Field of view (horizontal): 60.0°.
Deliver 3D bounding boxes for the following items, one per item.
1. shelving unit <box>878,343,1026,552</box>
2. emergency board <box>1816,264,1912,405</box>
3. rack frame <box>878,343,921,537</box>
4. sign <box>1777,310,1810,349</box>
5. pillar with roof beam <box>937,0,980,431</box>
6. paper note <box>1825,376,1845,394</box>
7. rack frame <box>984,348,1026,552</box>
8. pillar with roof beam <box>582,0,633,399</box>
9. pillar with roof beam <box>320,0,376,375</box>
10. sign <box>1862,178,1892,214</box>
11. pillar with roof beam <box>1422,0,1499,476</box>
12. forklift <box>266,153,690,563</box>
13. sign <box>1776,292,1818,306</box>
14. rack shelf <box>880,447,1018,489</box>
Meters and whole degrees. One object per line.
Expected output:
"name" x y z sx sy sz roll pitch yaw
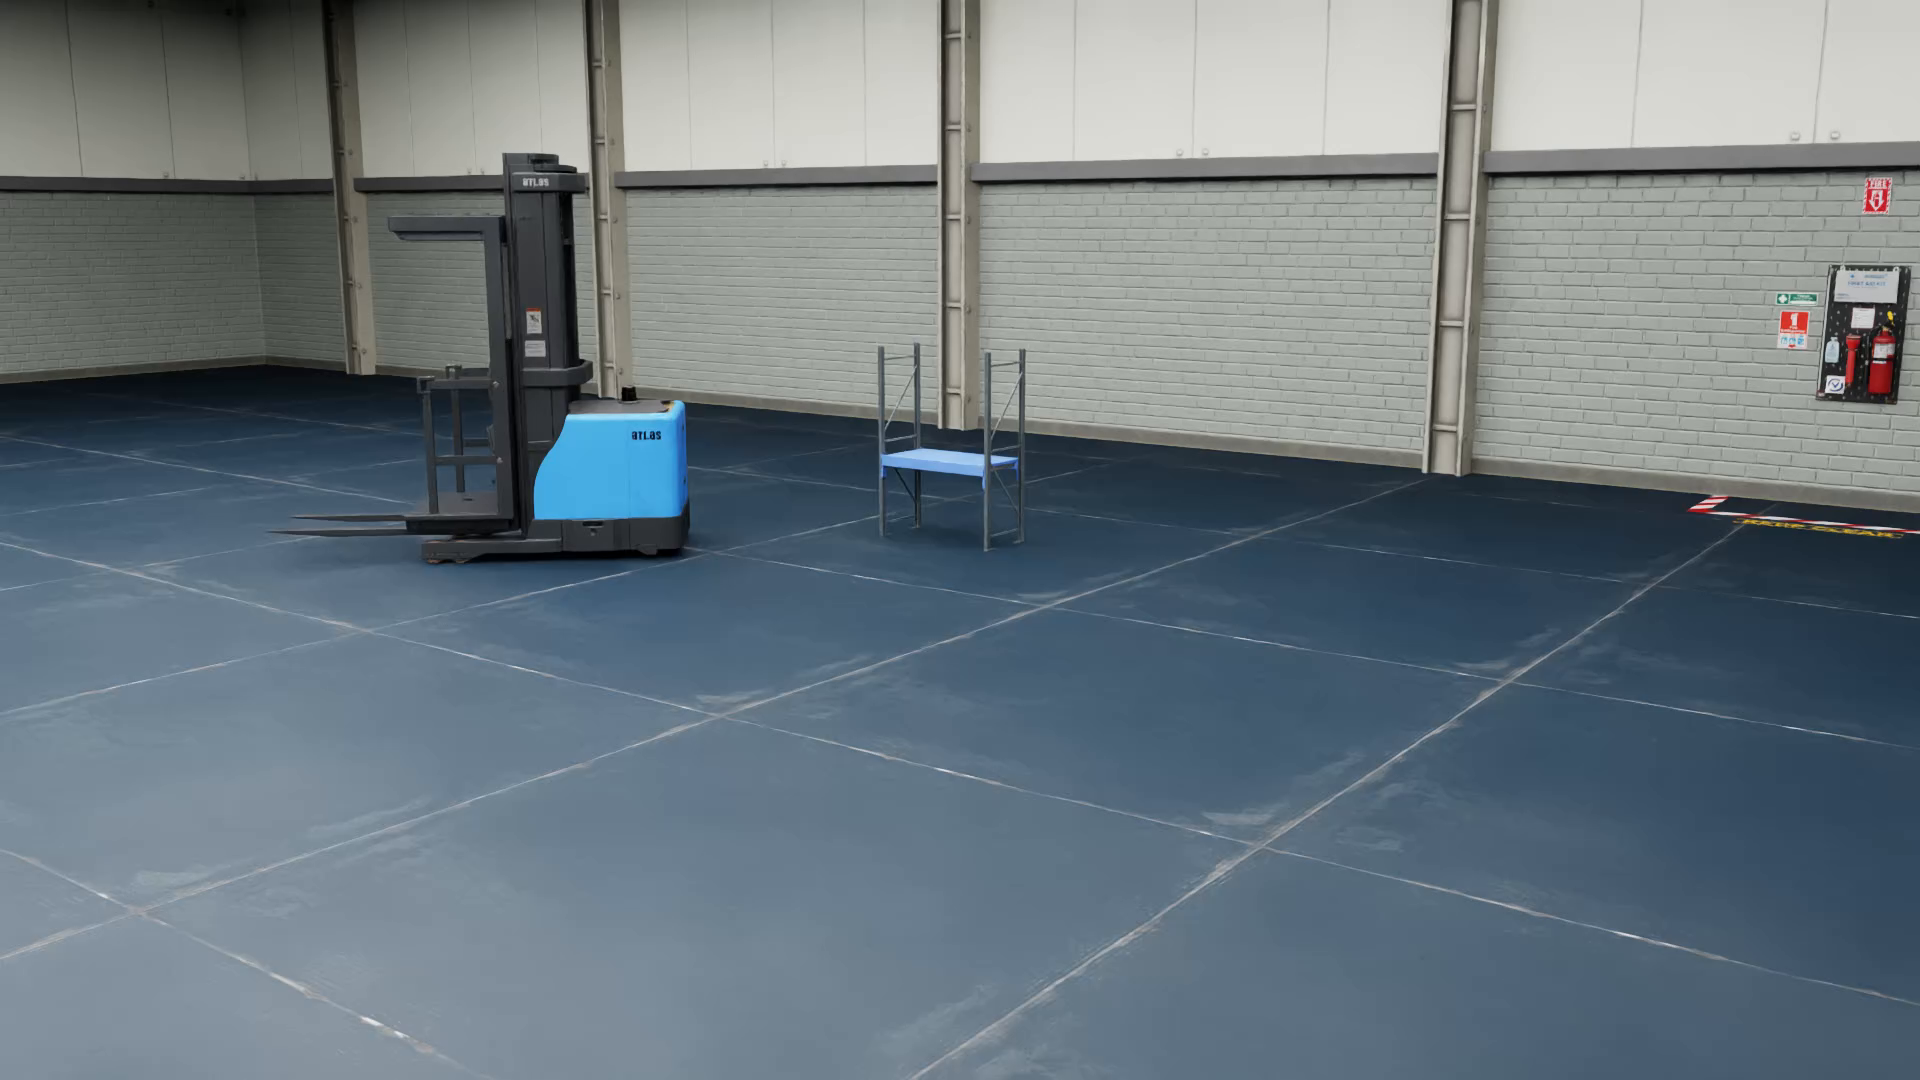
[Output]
"shelving unit" -0.069 -0.746 12.937 1.048 1.500 0.538 8 13 36
"emergency board" 7.687 -1.748 14.169 0.643 1.169 0.194 8 13 36
"rack frame" -0.478 -0.803 13.232 0.032 1.500 0.500 8 13 36
"sign" 7.303 -1.844 14.569 0.234 0.329 0.001 8 13 36
"pillar with roof beam" -2.564 -5.100 15.700 0.400 9.000 9.100 8 13 36
"paper note" 7.585 -1.346 14.411 0.142 0.148 0.016 8 13 36
"rack frame" 0.341 -0.689 12.641 0.032 1.500 0.500 8 13 36
"pillar with roof beam" -7.400 -5.775 19.187 0.400 9.000 9.100 8 13 36
"pillar with roof beam" -12.236 -6.449 22.674 0.400 9.000 9.100 8 13 36
"sign" 7.740 -2.903 14.033 0.199 0.298 0.001 8 13 36
"pillar with roof beam" 2.272 -4.426 12.213 0.400 9.000 9.100 8 13 36
"forklift" -3.614 -1.373 12.412 3.031 2.935 1.130 -1 11 -5
"sign" 7.301 -2.102 14.509 0.331 0.109 0.001 8 13 36
"rack shelf" -0.069 -0.569 12.971 1.000 0.185 0.538 8 13 36
